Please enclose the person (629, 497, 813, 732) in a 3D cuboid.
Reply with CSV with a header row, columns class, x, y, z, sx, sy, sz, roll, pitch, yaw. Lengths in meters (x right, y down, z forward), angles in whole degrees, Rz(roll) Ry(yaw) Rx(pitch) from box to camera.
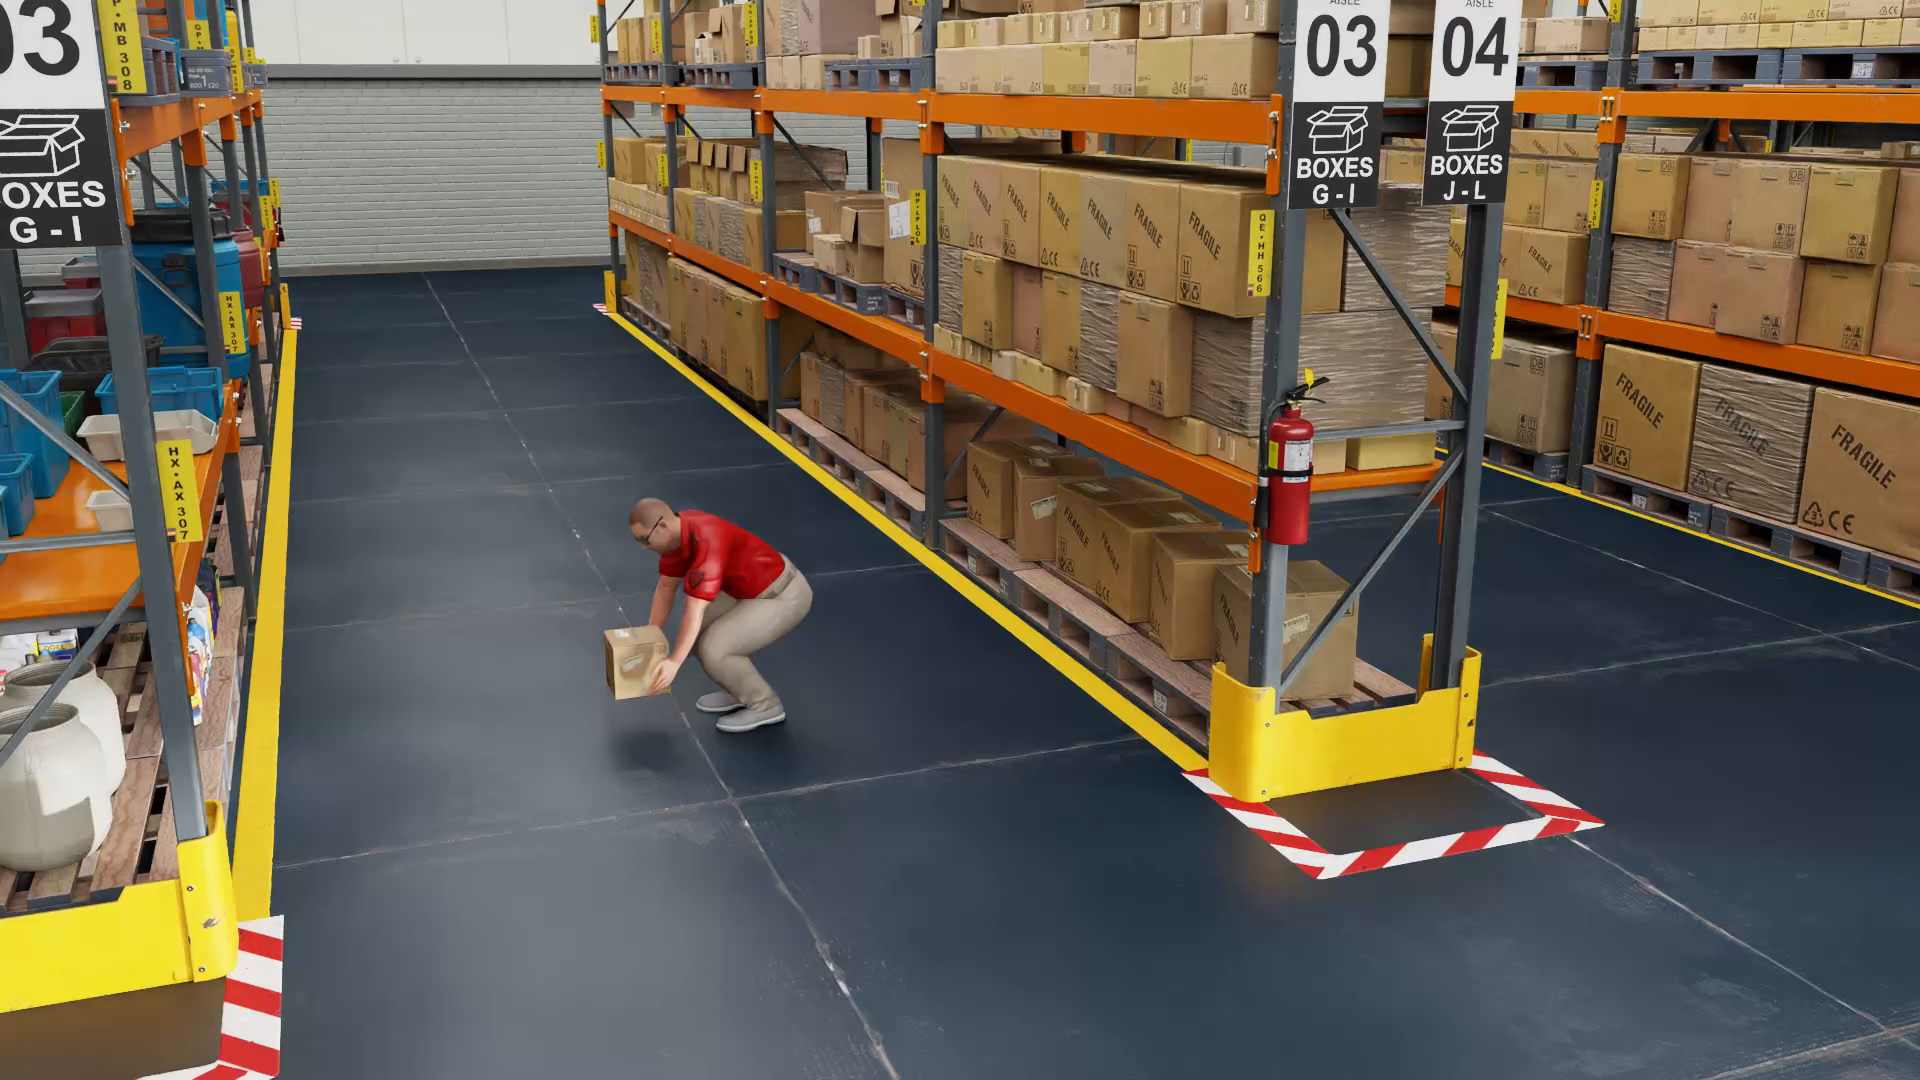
class,x,y,z,sx,sy,sz,roll,pitch,yaw
person,-1.087,0.311,7.607,0.833,1.106,0.569,-6,17,-20
